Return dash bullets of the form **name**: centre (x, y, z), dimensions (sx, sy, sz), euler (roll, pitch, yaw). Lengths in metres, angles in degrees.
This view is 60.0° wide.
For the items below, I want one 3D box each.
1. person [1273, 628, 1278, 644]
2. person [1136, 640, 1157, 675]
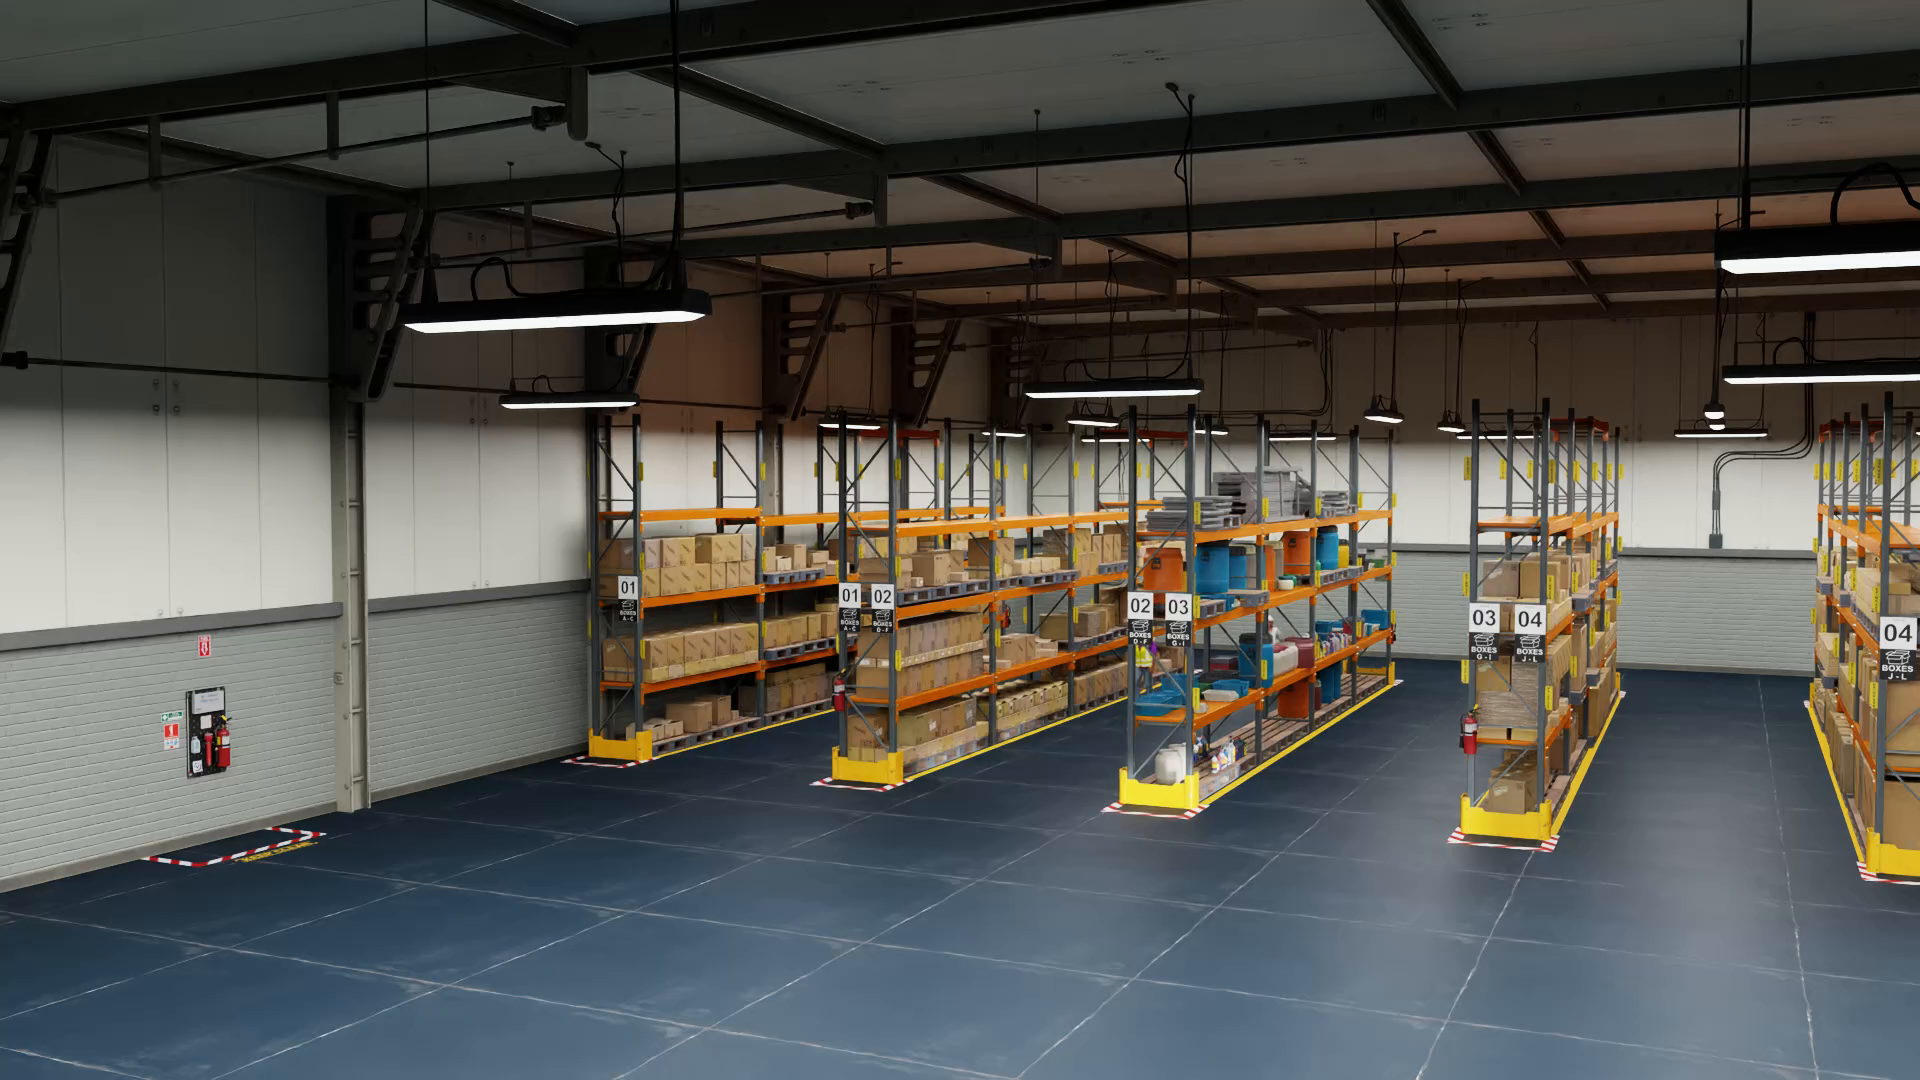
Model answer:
- **person**: centre (6.977, 2.672, 37.372), dimensions (0.440, 1.418, 0.753), euler (2, 3, 37)
- **person**: centre (3.845, 2.331, 34.873), dimensions (0.622, 1.068, 0.453), euler (2, 3, 34)
